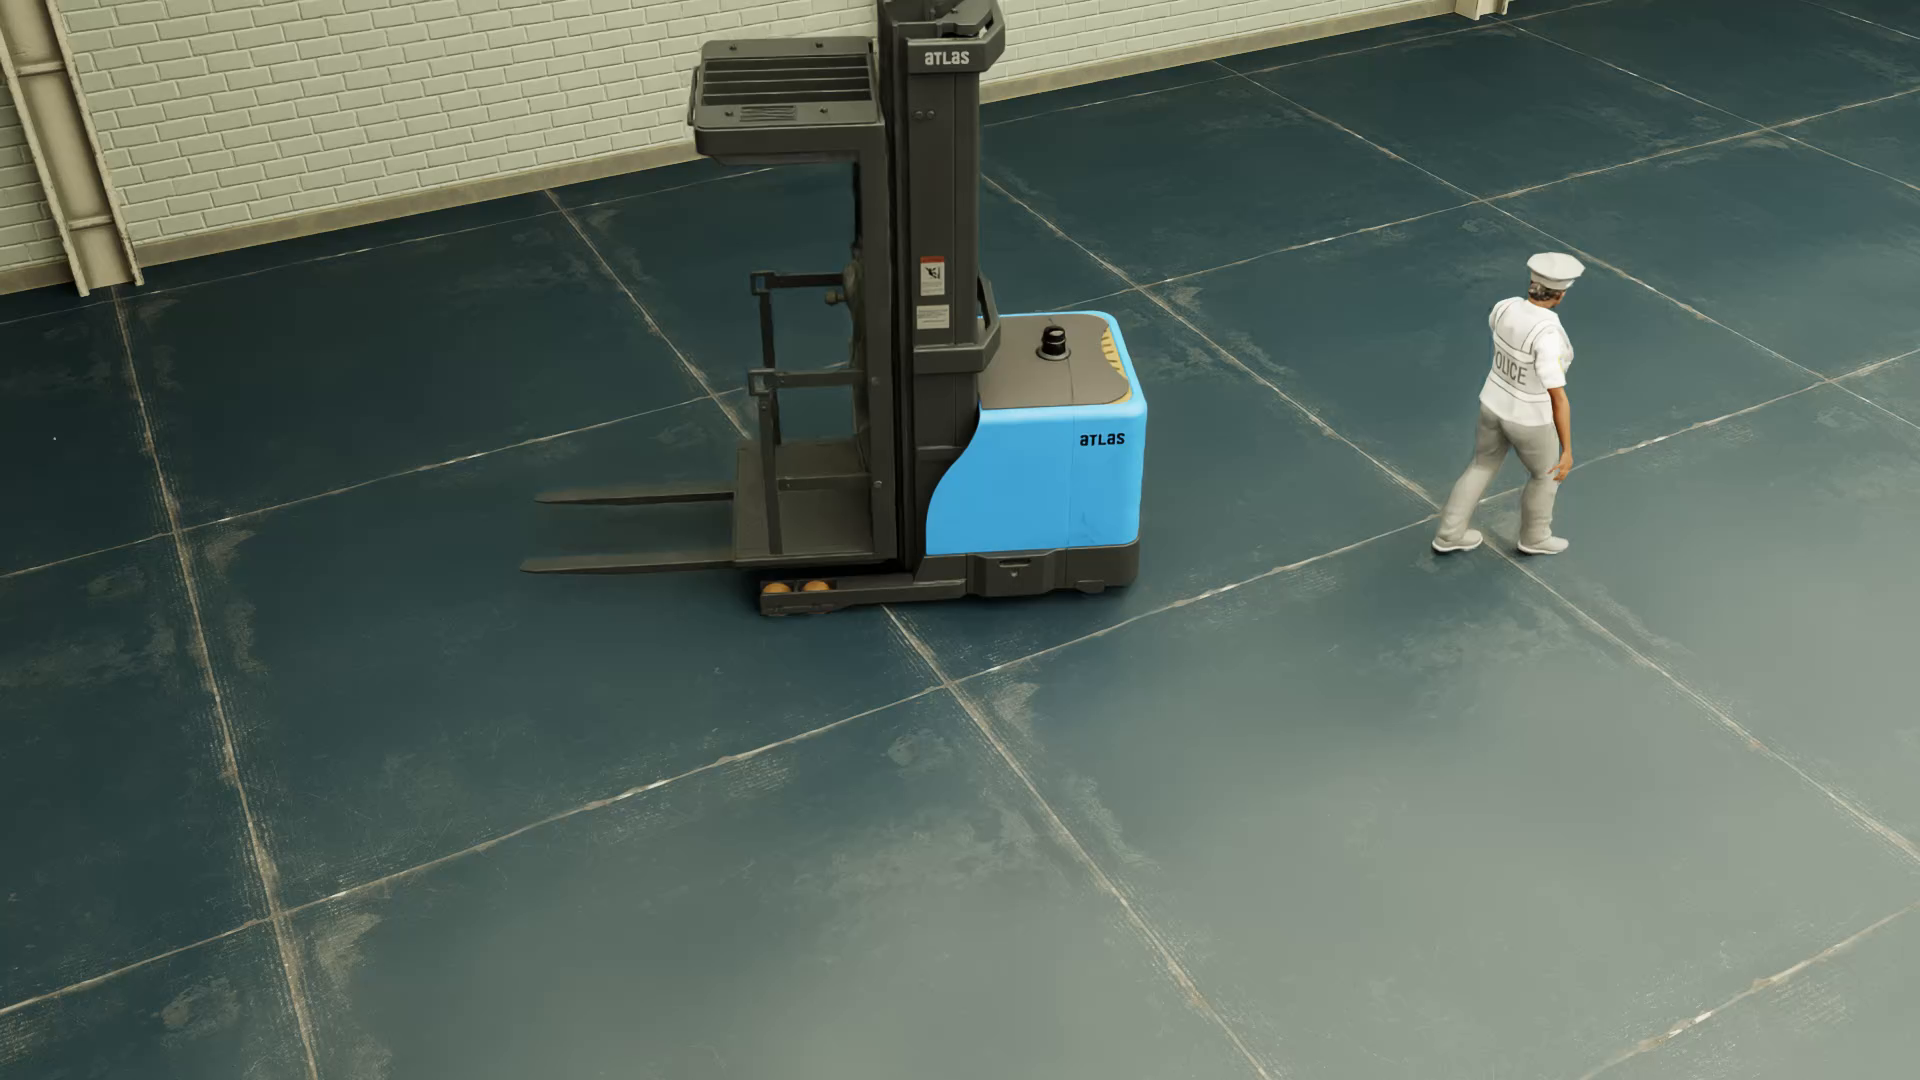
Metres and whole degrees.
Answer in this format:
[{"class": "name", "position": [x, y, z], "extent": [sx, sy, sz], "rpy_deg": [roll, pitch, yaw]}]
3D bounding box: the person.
[{"class": "person", "position": [2.809, -0.608, 8.132], "extent": [0.708, 1.648, 0.899], "rpy_deg": [-15, 38, -20]}]

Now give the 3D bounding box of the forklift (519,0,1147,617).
[{"class": "forklift", "position": [-0.662, -1.140, 7.736], "extent": [3.031, 2.935, 1.130], "rpy_deg": [-3, 35, -4]}]
